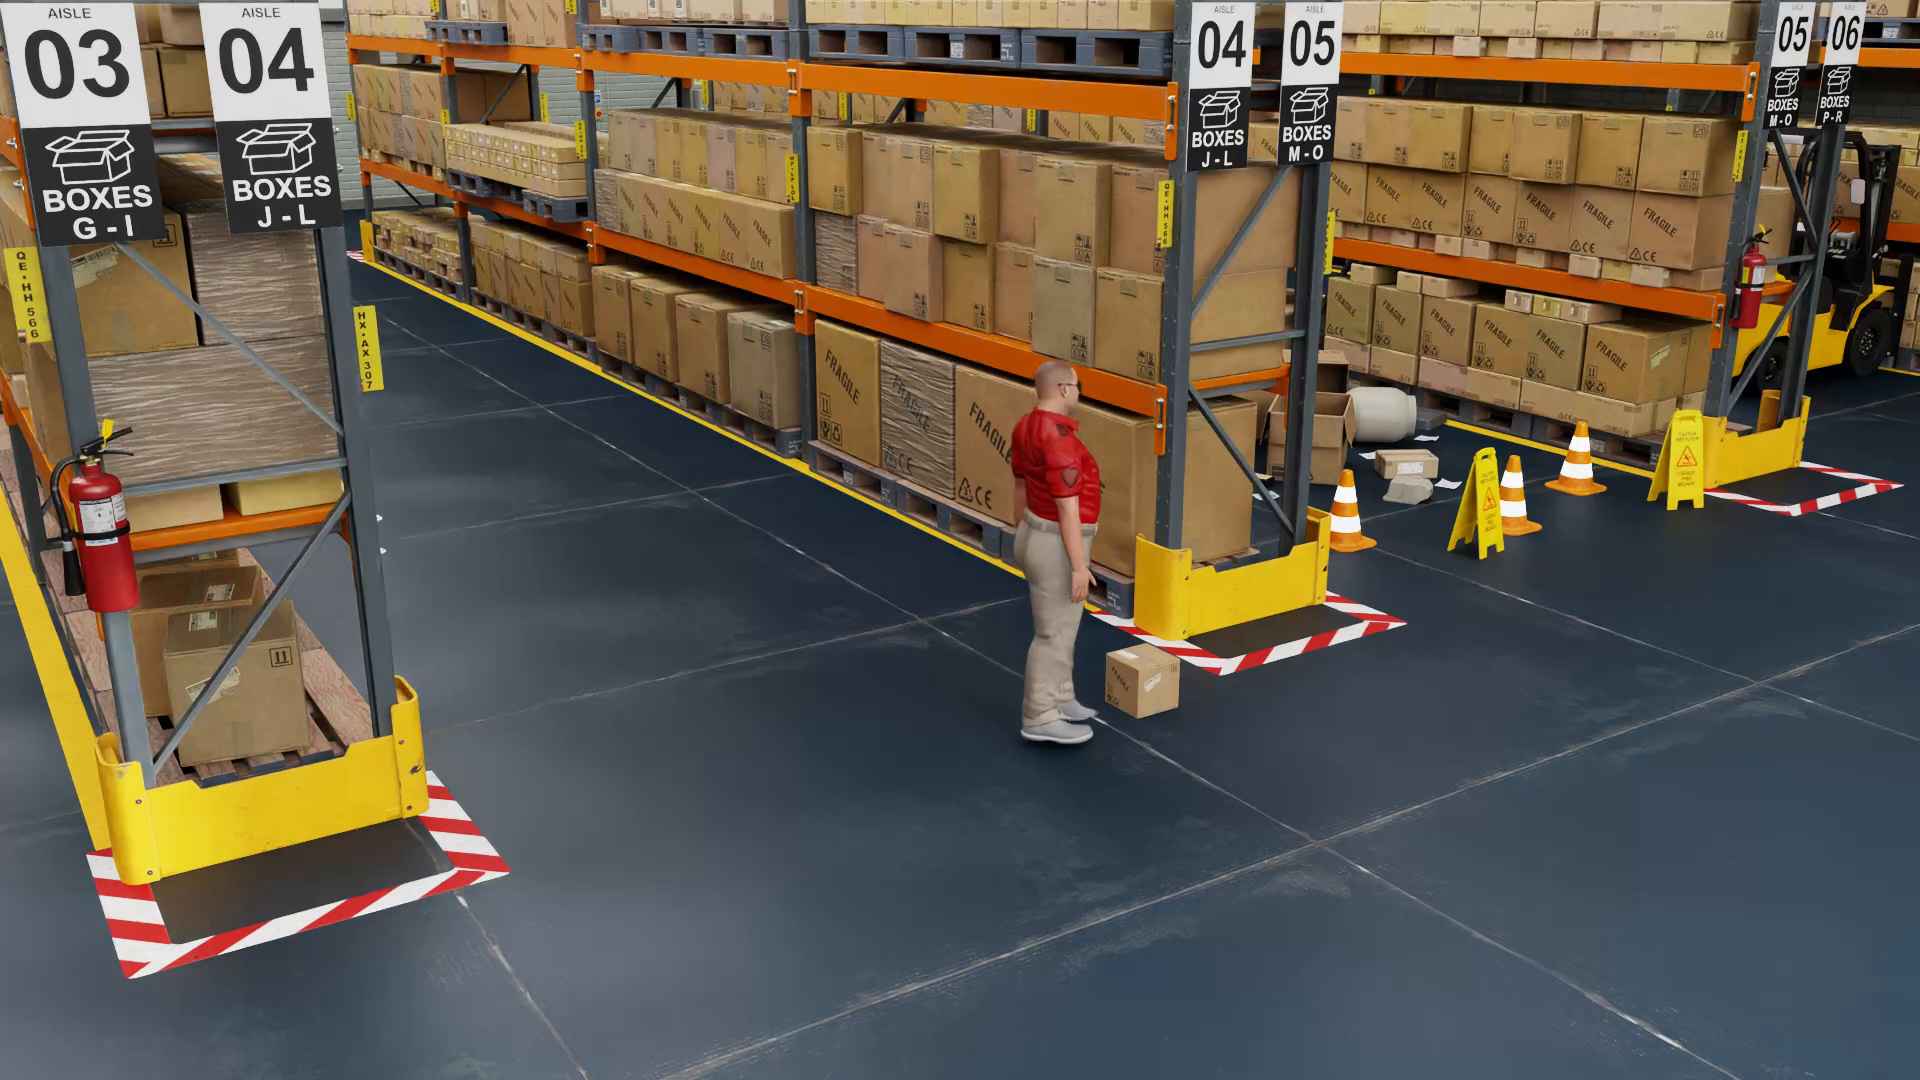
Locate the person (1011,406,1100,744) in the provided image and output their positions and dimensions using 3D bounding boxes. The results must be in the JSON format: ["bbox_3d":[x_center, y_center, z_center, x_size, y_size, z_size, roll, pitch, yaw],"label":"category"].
[{"bbox_3d":[0.486,0.175,7.431,0.474,1.588,0.533,-5,19,-15],"label":"person"}]
